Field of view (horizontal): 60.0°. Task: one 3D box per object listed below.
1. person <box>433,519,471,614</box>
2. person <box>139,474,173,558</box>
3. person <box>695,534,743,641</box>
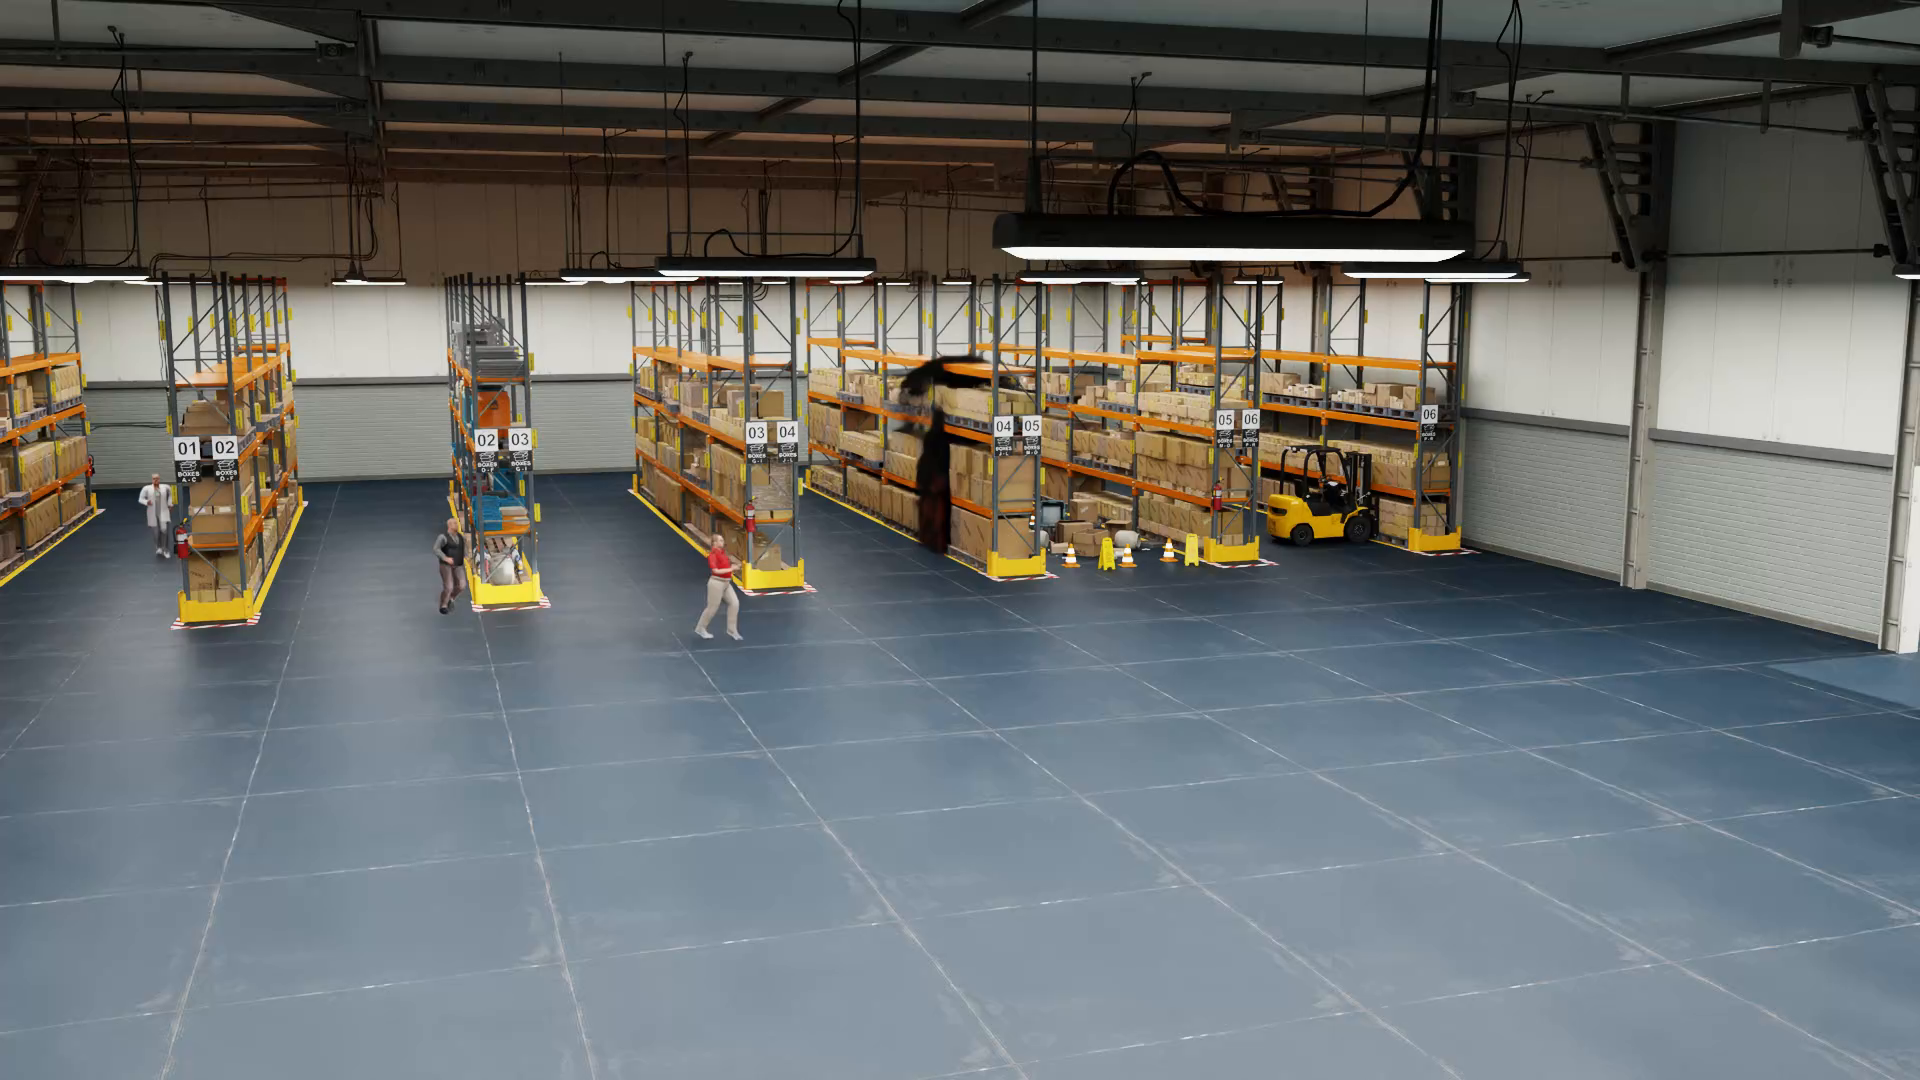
[{"bbox_3d":[-8.962,0.461,29.498,0.518,1.673,0.727,7,11,41],"label":"person"},{"bbox_3d":[-17.223,-0.517,35.691,0.689,1.827,0.833,-4,9,-24],"label":"person"},{"bbox_3d":[-3.942,0.786,27.160,0.803,1.784,0.632,2,9,14],"label":"person"}]
